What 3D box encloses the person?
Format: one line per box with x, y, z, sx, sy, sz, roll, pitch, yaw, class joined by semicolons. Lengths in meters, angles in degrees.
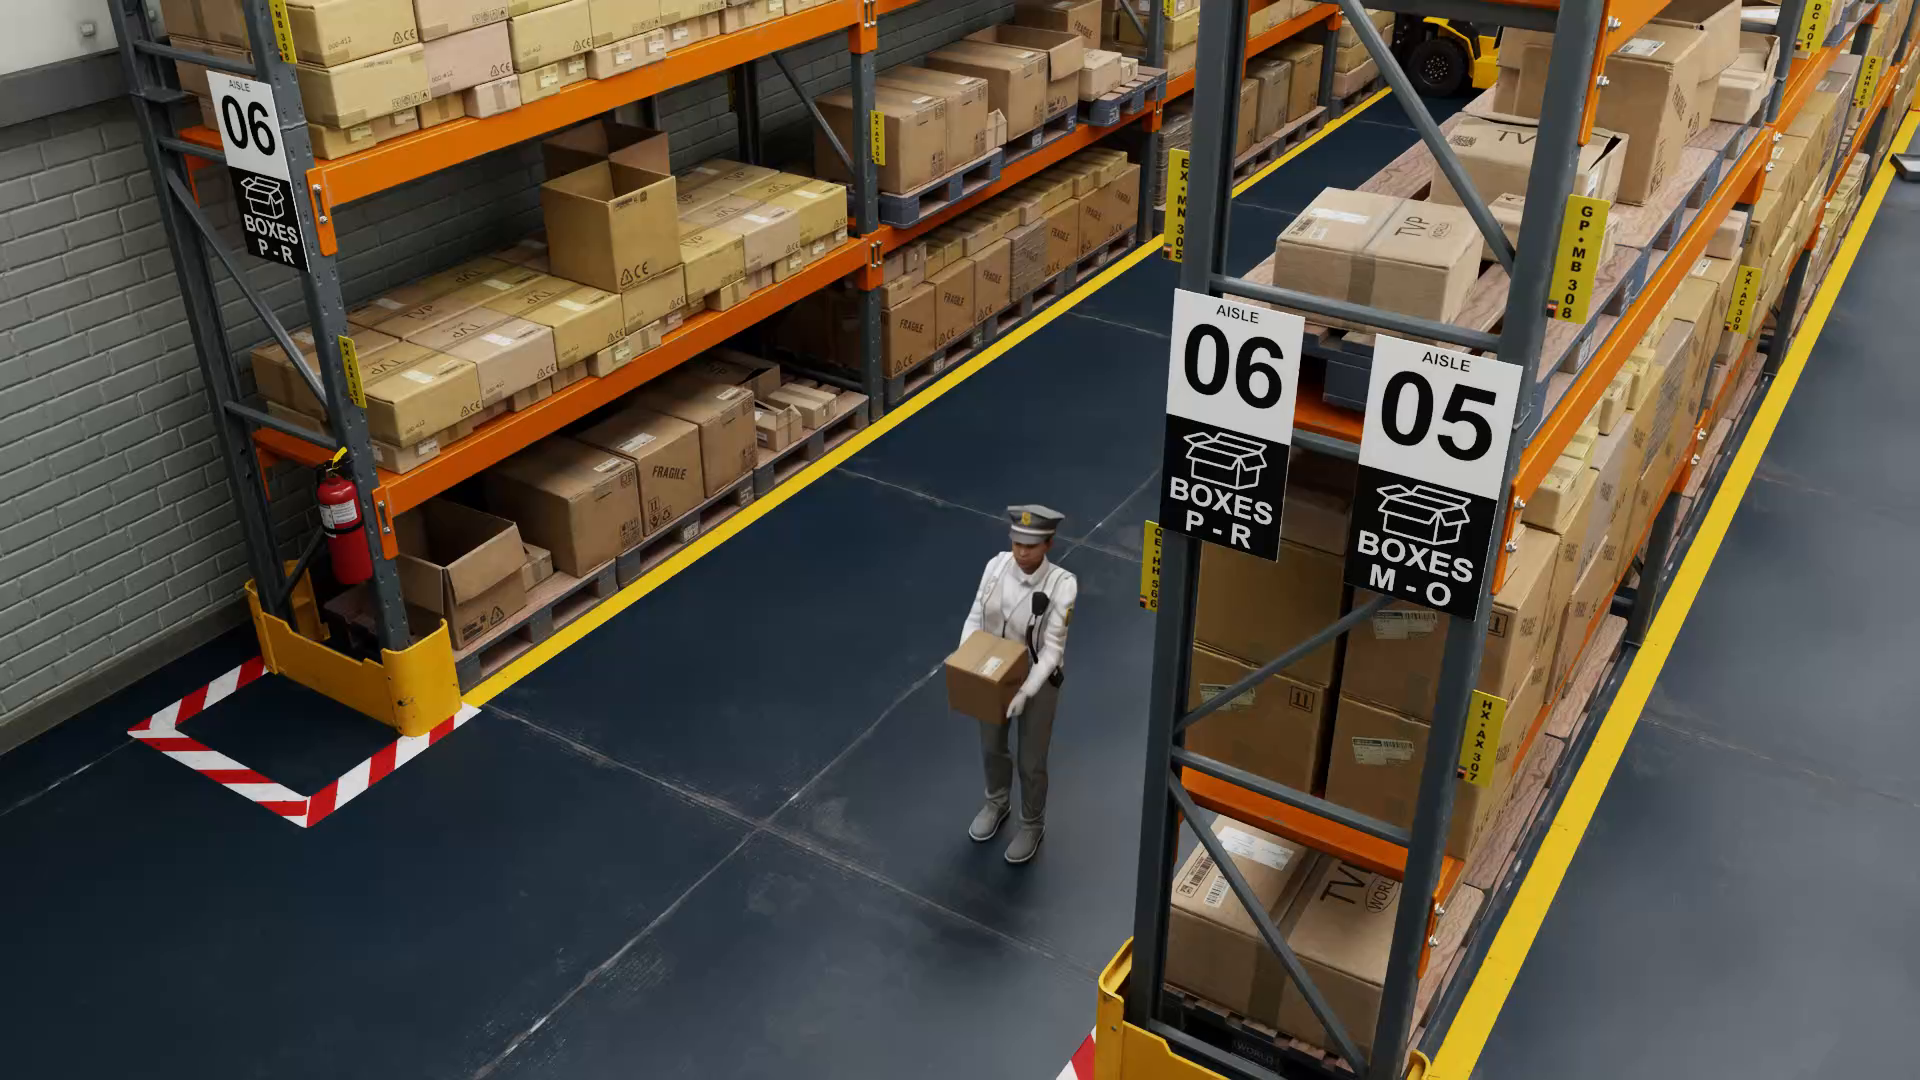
0.245;0.606;7.121;0.478;1.700;0.543;16;34;26;person
